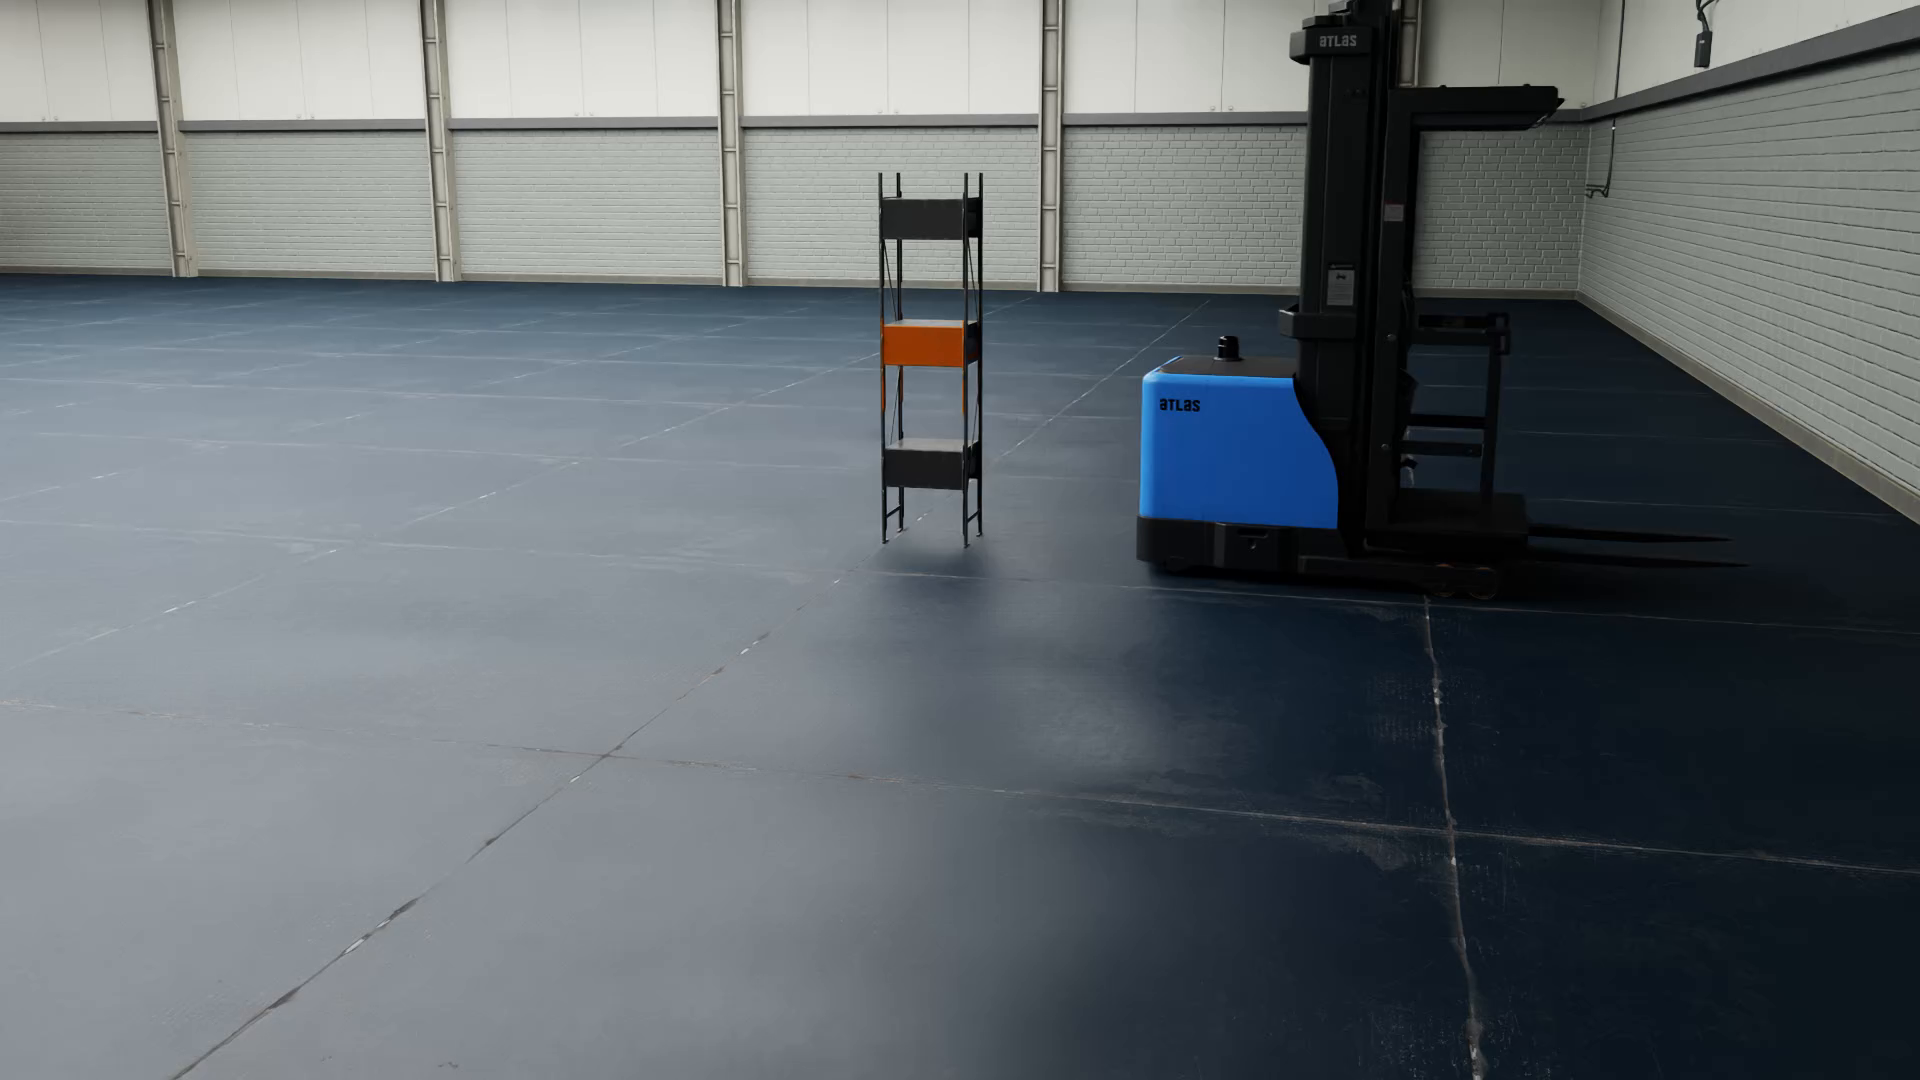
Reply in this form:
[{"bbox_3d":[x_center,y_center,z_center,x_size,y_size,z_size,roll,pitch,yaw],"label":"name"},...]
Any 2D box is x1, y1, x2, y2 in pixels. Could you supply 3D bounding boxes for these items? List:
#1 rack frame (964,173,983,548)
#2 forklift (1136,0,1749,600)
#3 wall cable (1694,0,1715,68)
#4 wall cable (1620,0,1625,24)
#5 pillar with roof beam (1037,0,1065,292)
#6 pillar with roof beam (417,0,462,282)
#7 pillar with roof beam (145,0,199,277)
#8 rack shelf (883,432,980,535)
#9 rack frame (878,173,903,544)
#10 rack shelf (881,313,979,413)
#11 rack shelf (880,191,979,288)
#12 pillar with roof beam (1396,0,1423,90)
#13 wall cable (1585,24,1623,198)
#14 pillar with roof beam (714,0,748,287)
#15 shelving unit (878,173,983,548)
[{"bbox_3d":[0.076,-1.021,9.488,0.015,2.100,0.400,3,13,14],"label":"rack frame"},{"bbox_3d":[2.524,-1.258,8.638,3.031,2.935,1.130,4,13,17],"label":"forklift"},{"bbox_3d":[7.682,-7.788,16.208,0.169,6.003,2.305,3,13,14],"label":"wall cable"},{"bbox_3d":[9.324,-8.504,22.796,0.112,2.526,3.097,3,13,14],"label":"wall cable"},{"bbox_3d":[0.572,-7.960,24.836,0.400,9.000,9.100,3,13,14],"label":"pillar with roof beam"},{"bbox_3d":[-11.078,-8.583,27.643,0.400,9.000,9.100,3,13,14],"label":"pillar with roof beam"},{"bbox_3d":[-16.903,-8.894,29.046,0.400,9.000,9.100,3,13,14],"label":"pillar with roof beam"},{"bbox_3d":[-0.161,-0.337,9.700,0.480,0.518,0.431,3,13,14],"label":"rack shelf"},{"bbox_3d":[-0.398,-1.046,9.602,0.015,2.100,0.400,3,13,14],"label":"rack frame"},{"bbox_3d":[-0.161,-1.020,9.548,0.480,0.518,0.431,3,13,14],"label":"rack shelf"},{"bbox_3d":[-0.161,-1.704,9.396,0.480,0.518,0.431,3,13,14],"label":"rack shelf"},{"bbox_3d":[6.397,-7.649,23.433,0.400,9.000,9.100,3,13,14],"label":"pillar with roof beam"},{"bbox_3d":[9.972,-6.607,25.907,0.112,2.526,3.097,3,13,14],"label":"wall cable"},{"bbox_3d":[-5.253,-8.271,26.239,0.400,9.000,9.100,3,13,14],"label":"pillar with roof beam"},{"bbox_3d":[-0.161,-1.034,9.545,0.503,2.100,0.431,3,13,14],"label":"shelving unit"}]
